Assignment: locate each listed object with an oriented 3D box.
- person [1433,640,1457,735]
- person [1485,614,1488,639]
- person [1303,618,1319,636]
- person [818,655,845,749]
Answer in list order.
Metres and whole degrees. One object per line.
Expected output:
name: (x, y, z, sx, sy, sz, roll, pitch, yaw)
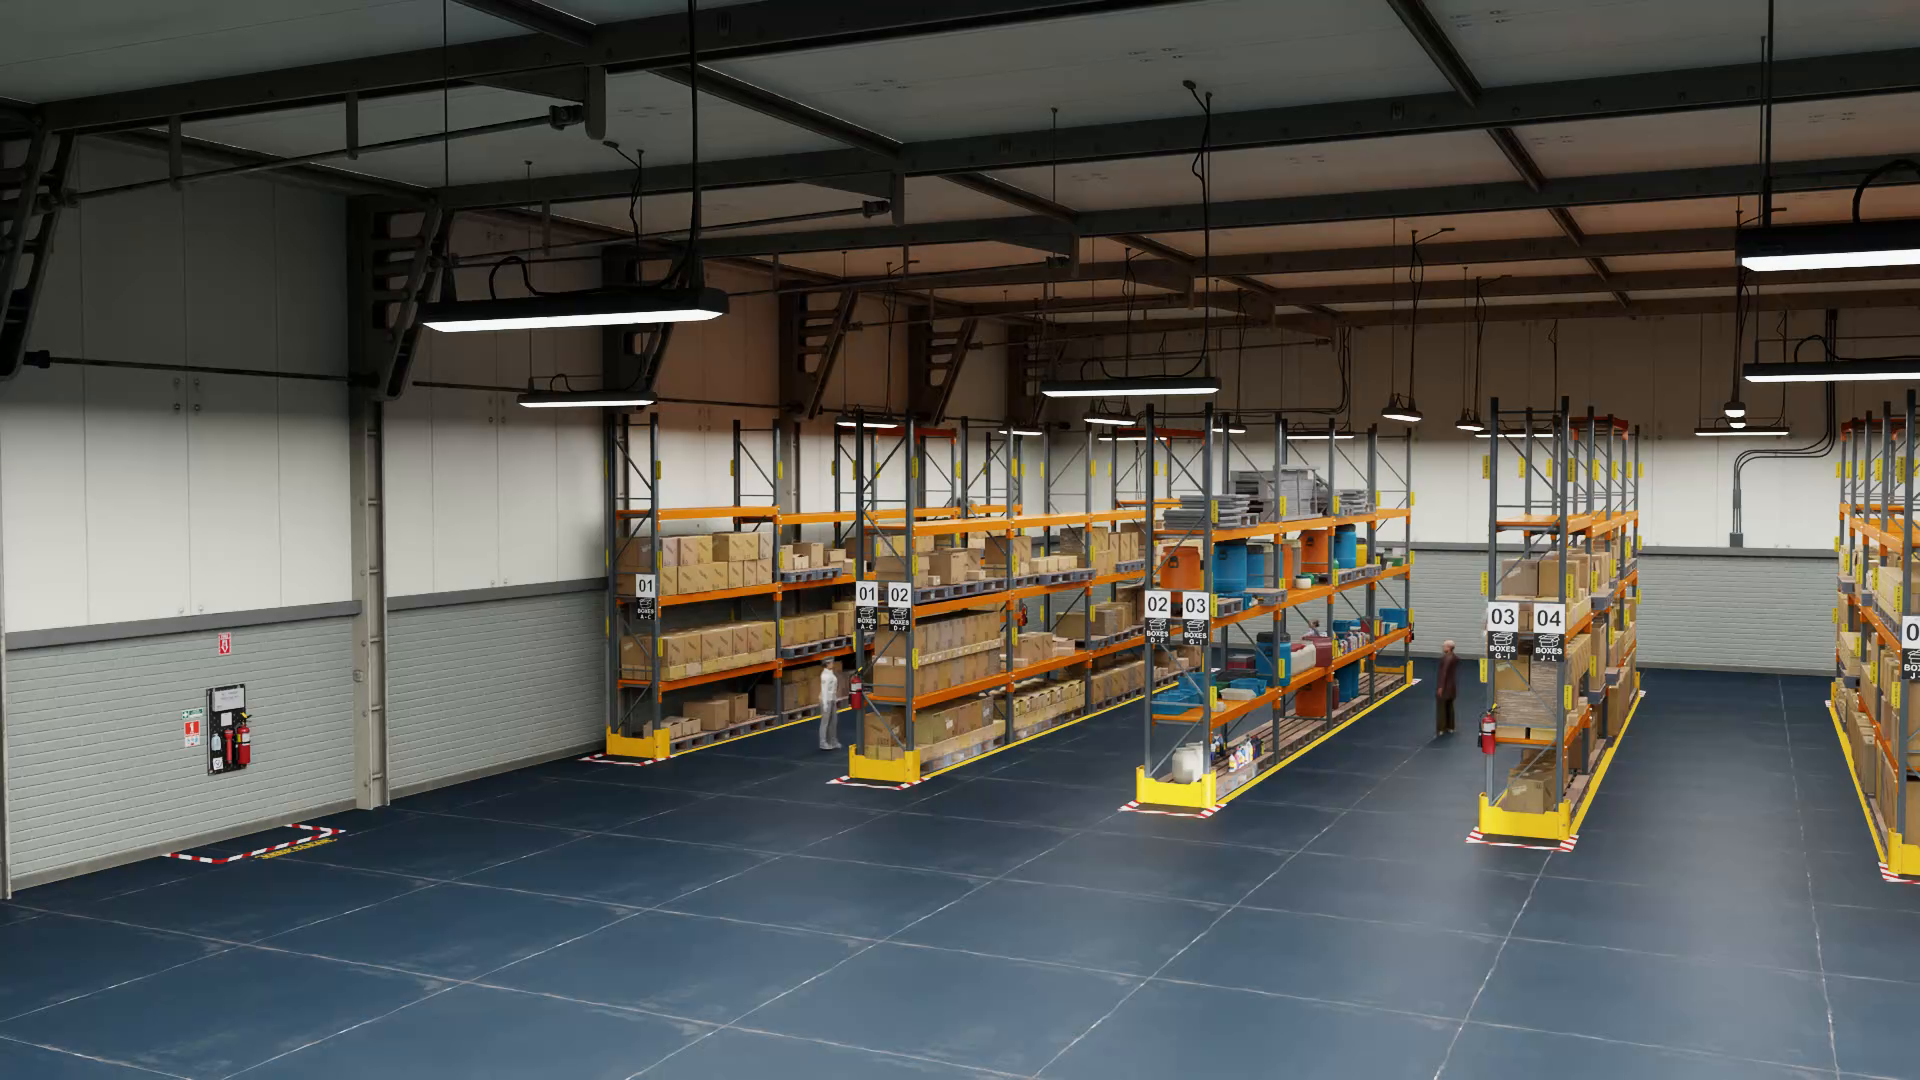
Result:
person: (9.188, 2.787, 31.535, 0.583, 1.787, 0.489, -2, 3, -39)
person: (13.555, 2.344, 41.930, 0.599, 1.794, 0.559, 1, 3, 18)
person: (7.905, 2.615, 37.805, 0.479, 1.681, 0.594, 2, 3, 33)
person: (-2.326, 2.923, 29.833, 0.424, 1.714, 0.533, 0, 2, 11)
